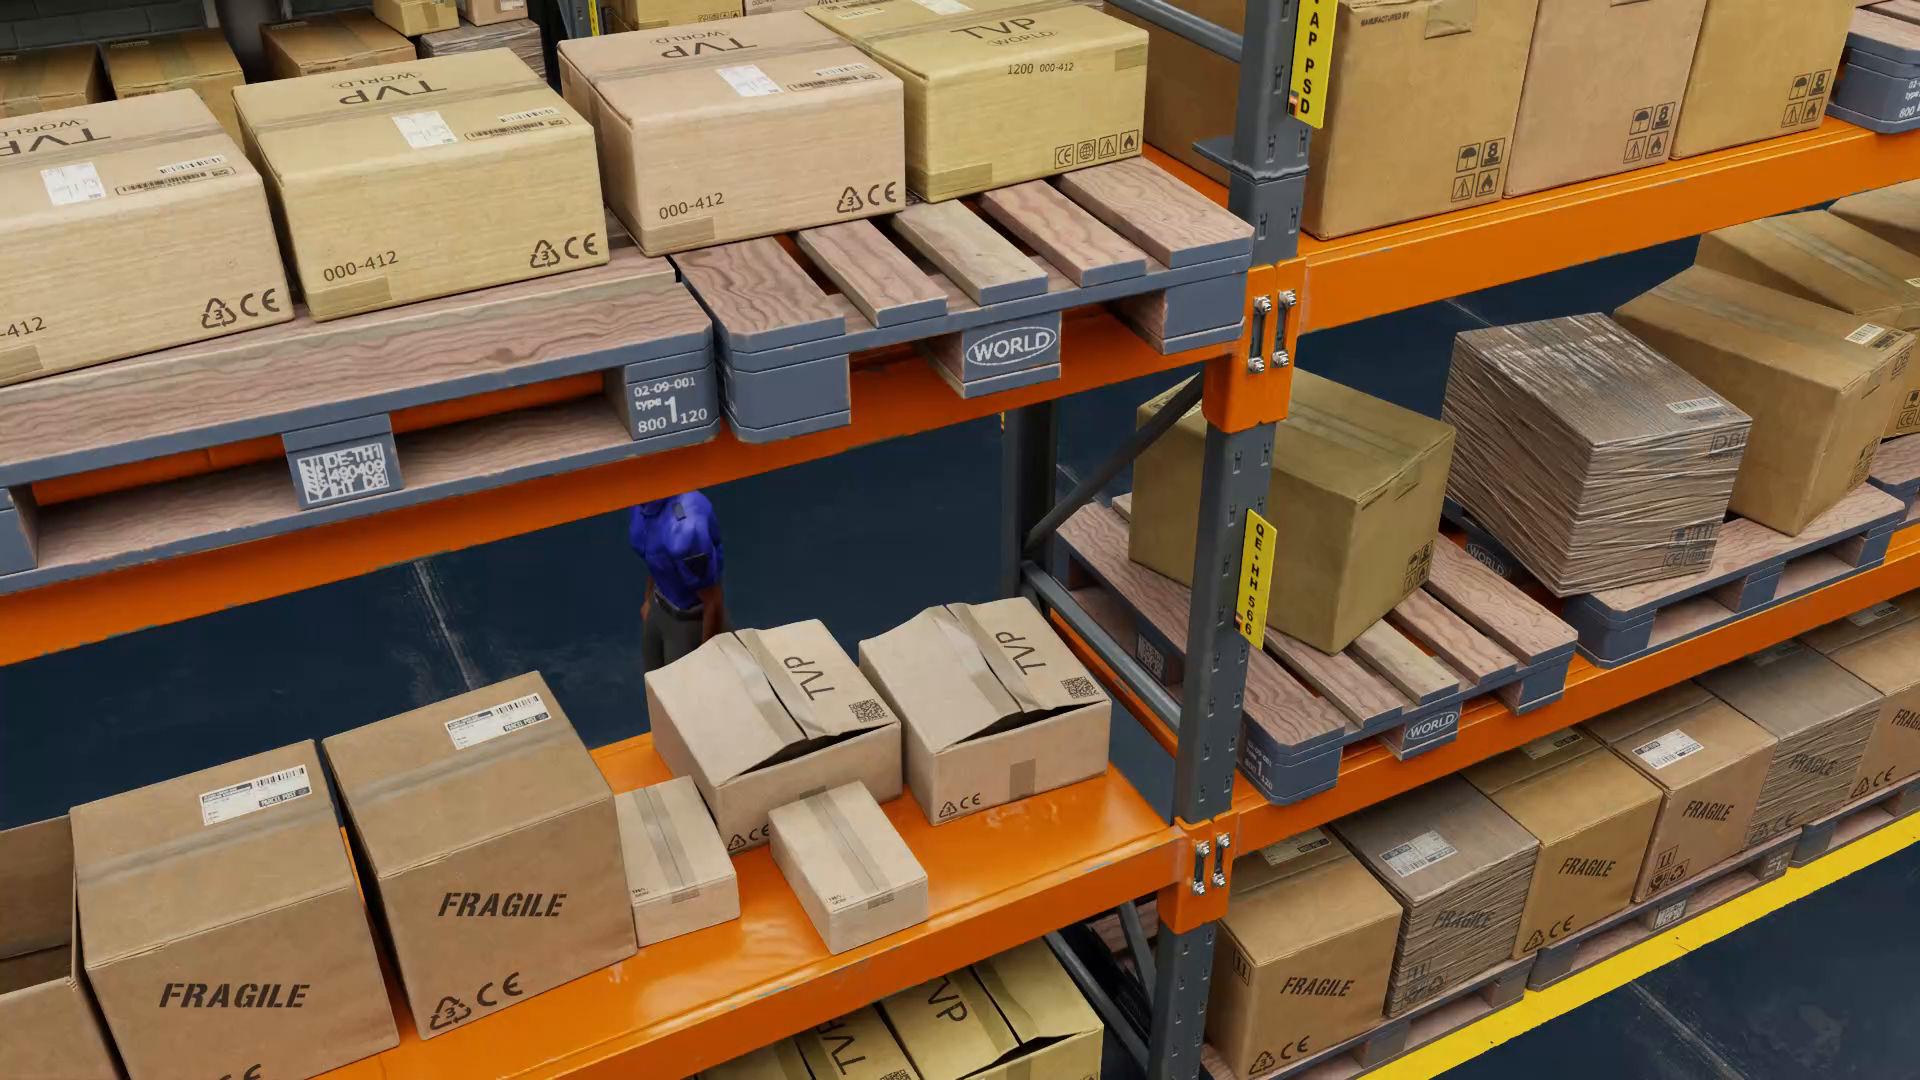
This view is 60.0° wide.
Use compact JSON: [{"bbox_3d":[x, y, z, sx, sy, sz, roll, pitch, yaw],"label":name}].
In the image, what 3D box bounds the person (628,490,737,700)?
[{"bbox_3d":[-0.965,0.304,5.681,0.349,1.653,0.519,-18,37,-26],"label":"person"}]
